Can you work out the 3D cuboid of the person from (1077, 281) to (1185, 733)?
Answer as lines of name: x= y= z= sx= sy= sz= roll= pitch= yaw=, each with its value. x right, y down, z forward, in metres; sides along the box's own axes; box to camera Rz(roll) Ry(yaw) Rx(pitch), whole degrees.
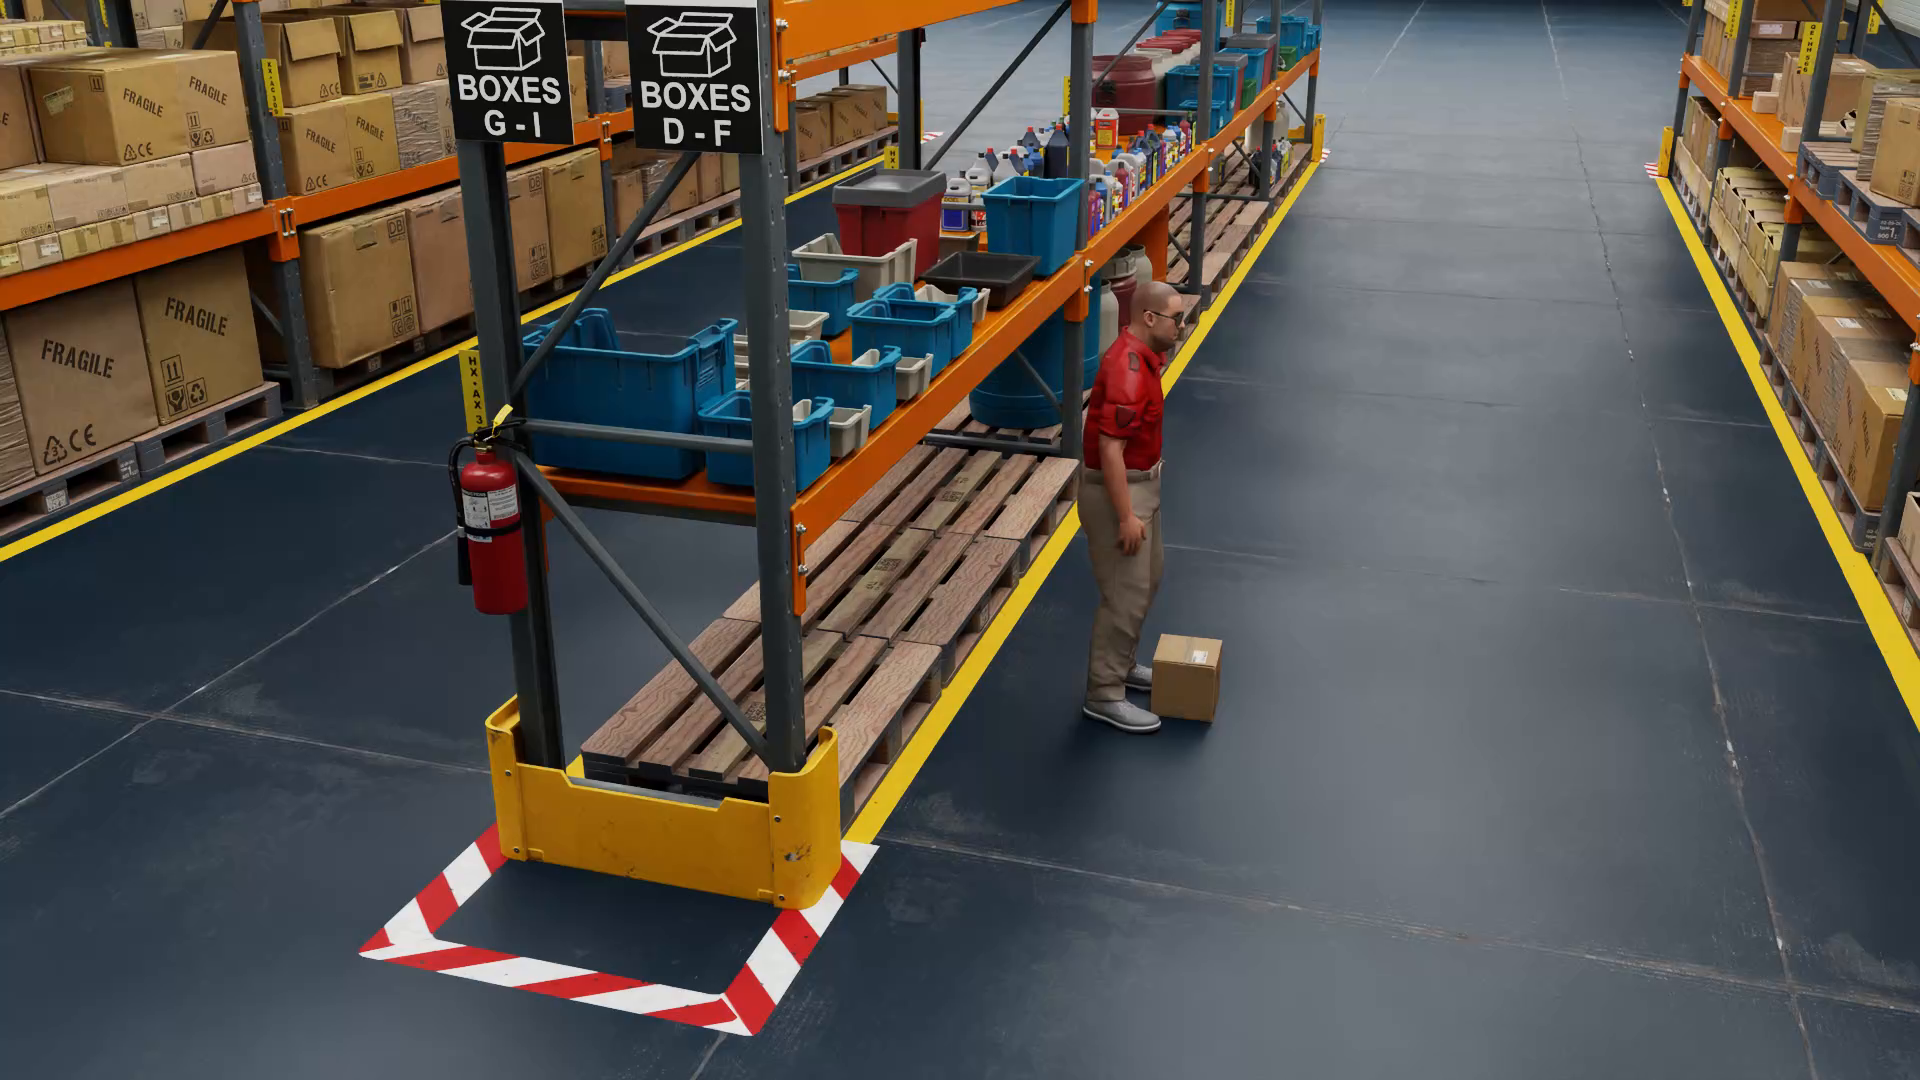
person: x=0.666 y=-0.156 z=6.498 sx=0.393 sy=1.726 sz=0.601 roll=5 pitch=22 yaw=12
